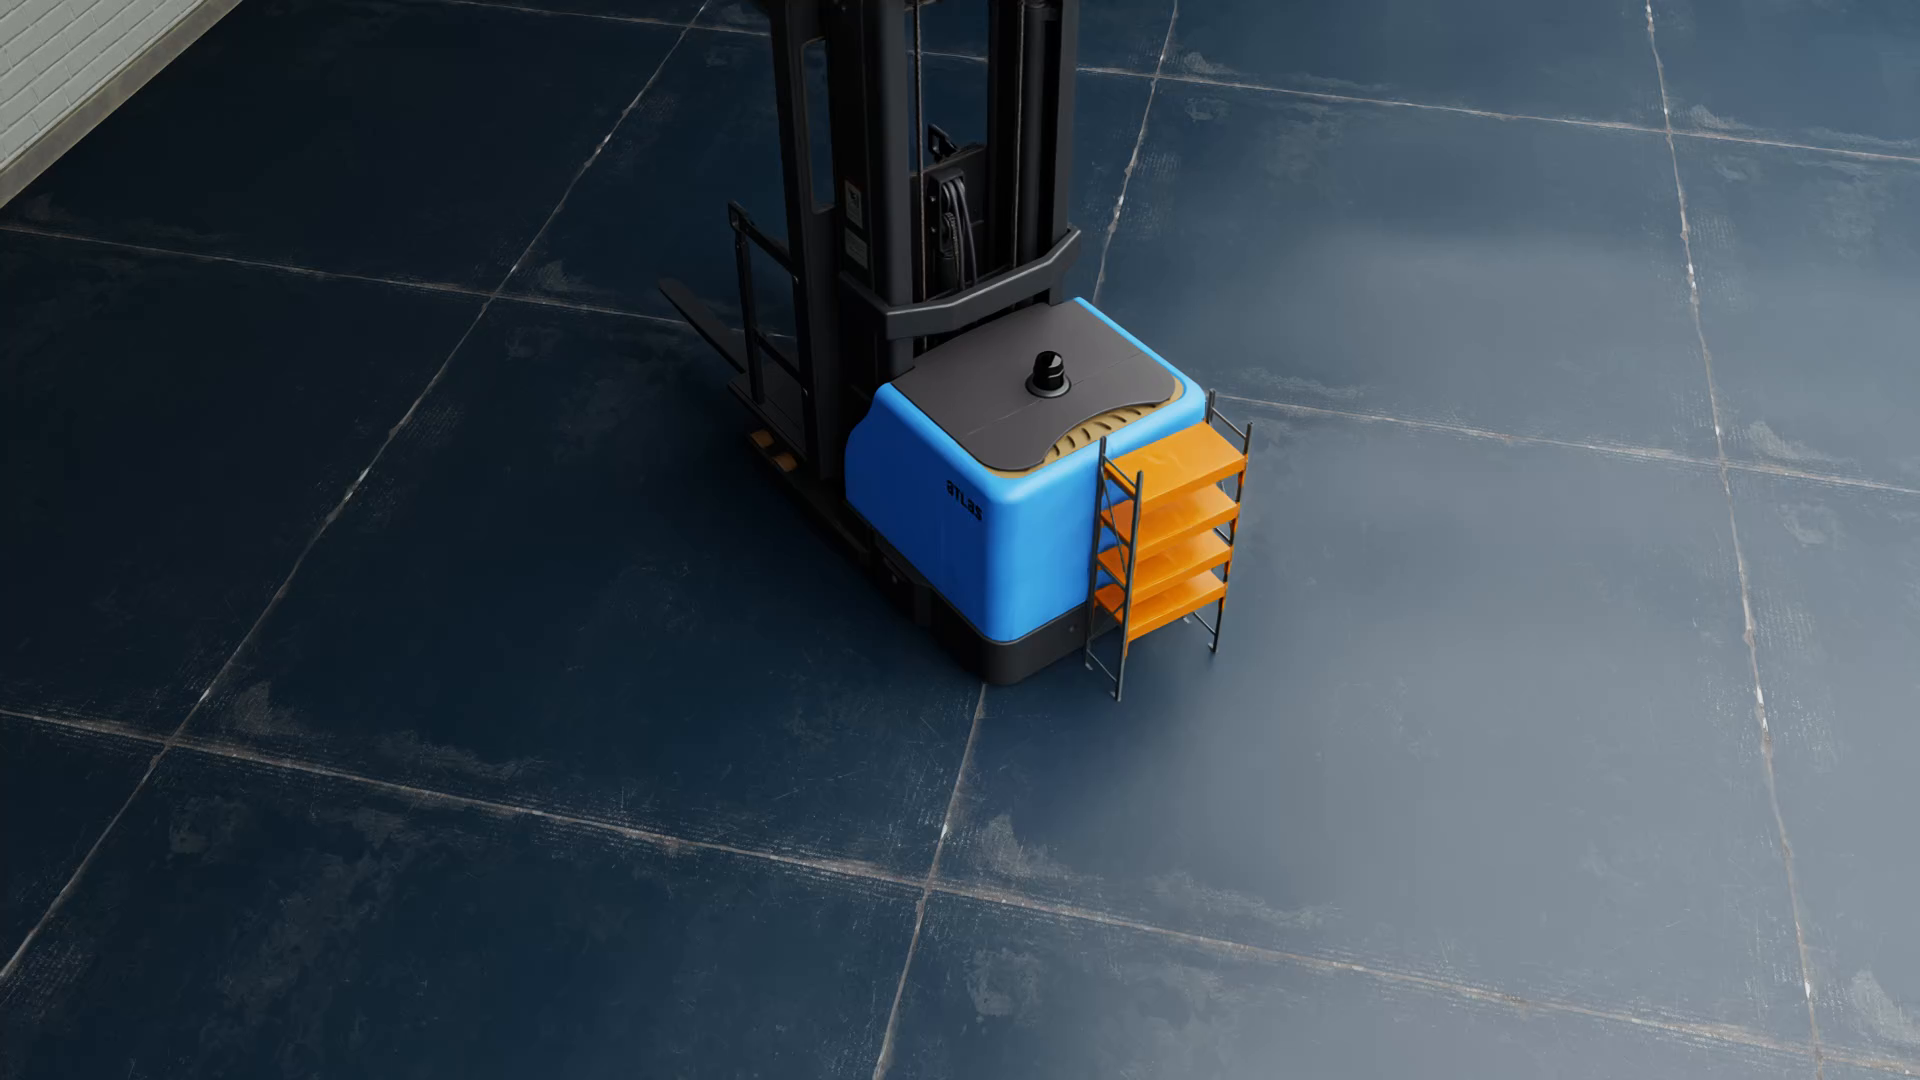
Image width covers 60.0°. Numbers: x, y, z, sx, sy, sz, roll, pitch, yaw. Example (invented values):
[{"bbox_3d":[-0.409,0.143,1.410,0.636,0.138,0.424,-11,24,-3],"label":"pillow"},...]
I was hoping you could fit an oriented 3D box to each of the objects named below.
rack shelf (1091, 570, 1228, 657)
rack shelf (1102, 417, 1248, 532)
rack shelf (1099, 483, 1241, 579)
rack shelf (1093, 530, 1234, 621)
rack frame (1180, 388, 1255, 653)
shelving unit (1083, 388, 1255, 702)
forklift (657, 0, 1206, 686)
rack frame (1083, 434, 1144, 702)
[{"bbox_3d":[0.771,0.235,6.485,0.480,0.148,0.258,-23,49,-22],"label":"rack shelf"},{"bbox_3d":[0.771,-0.240,6.028,0.480,0.148,0.258,-23,49,-22],"label":"rack shelf"},{"bbox_3d":[0.771,-0.070,6.192,0.480,0.148,0.258,-23,49,-22],"label":"rack shelf"},{"bbox_3d":[0.771,0.091,6.347,0.480,0.148,0.258,-23,49,-22],"label":"rack shelf"},{"bbox_3d":[0.978,-0.047,6.393,0.015,1.200,0.240,-23,49,-22],"label":"rack frame"},{"bbox_3d":[0.771,0.043,6.300,0.503,1.200,0.258,-23,49,-22],"label":"shelving unit"},{"bbox_3d":[-0.331,-1.465,6.618,1.130,2.935,3.031,-27,50,-25],"label":"forklift"},{"bbox_3d":[0.563,0.132,6.207,0.015,1.200,0.240,-23,49,-22],"label":"rack frame"}]
